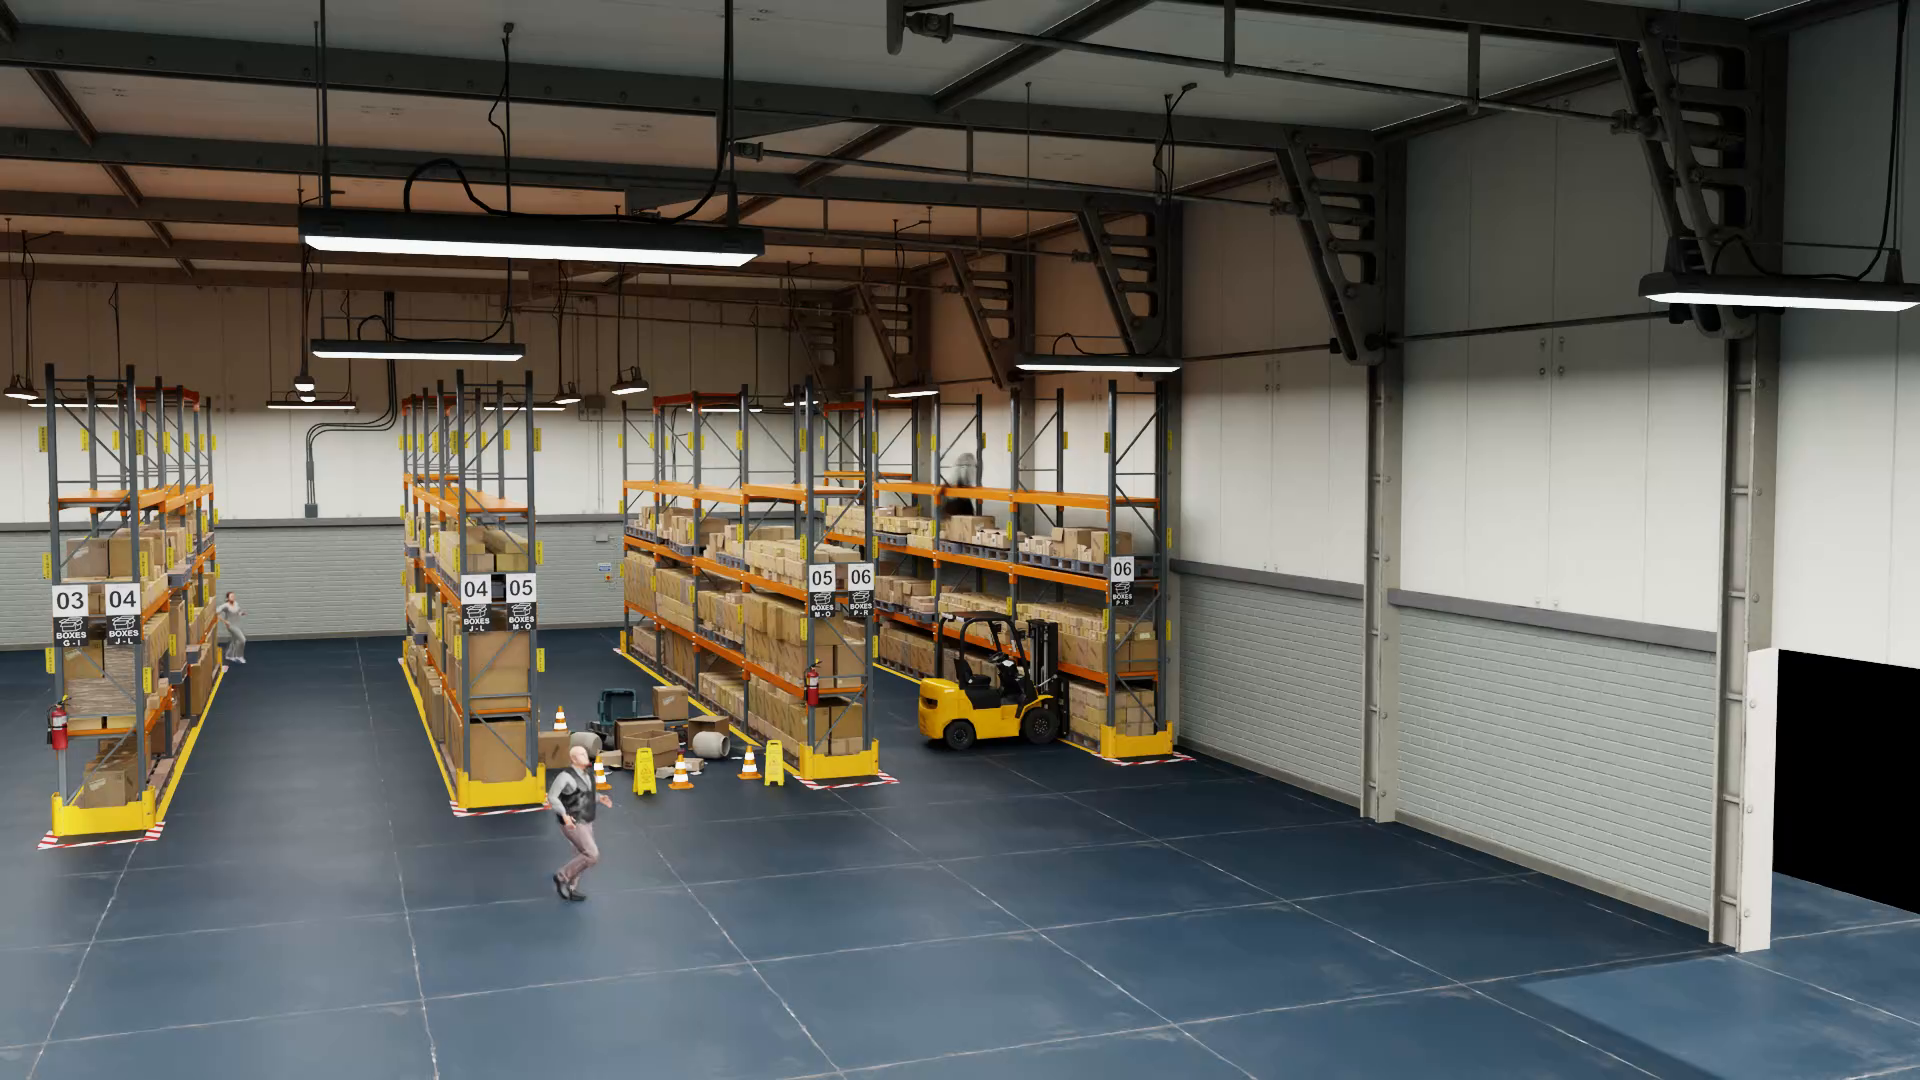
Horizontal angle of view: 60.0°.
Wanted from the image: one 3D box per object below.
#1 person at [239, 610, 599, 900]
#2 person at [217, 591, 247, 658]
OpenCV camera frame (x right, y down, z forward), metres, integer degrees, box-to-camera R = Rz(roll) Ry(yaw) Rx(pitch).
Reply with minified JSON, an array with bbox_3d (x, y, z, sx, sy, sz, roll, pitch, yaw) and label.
[{"bbox_3d":[-10.136,2.643,27.803,17.129,1.464,15.859,1,3,15],"label":"person"},{"bbox_3d":[-16.466,1.932,37.637,0.664,1.549,0.580,1,3,11],"label":"person"}]
